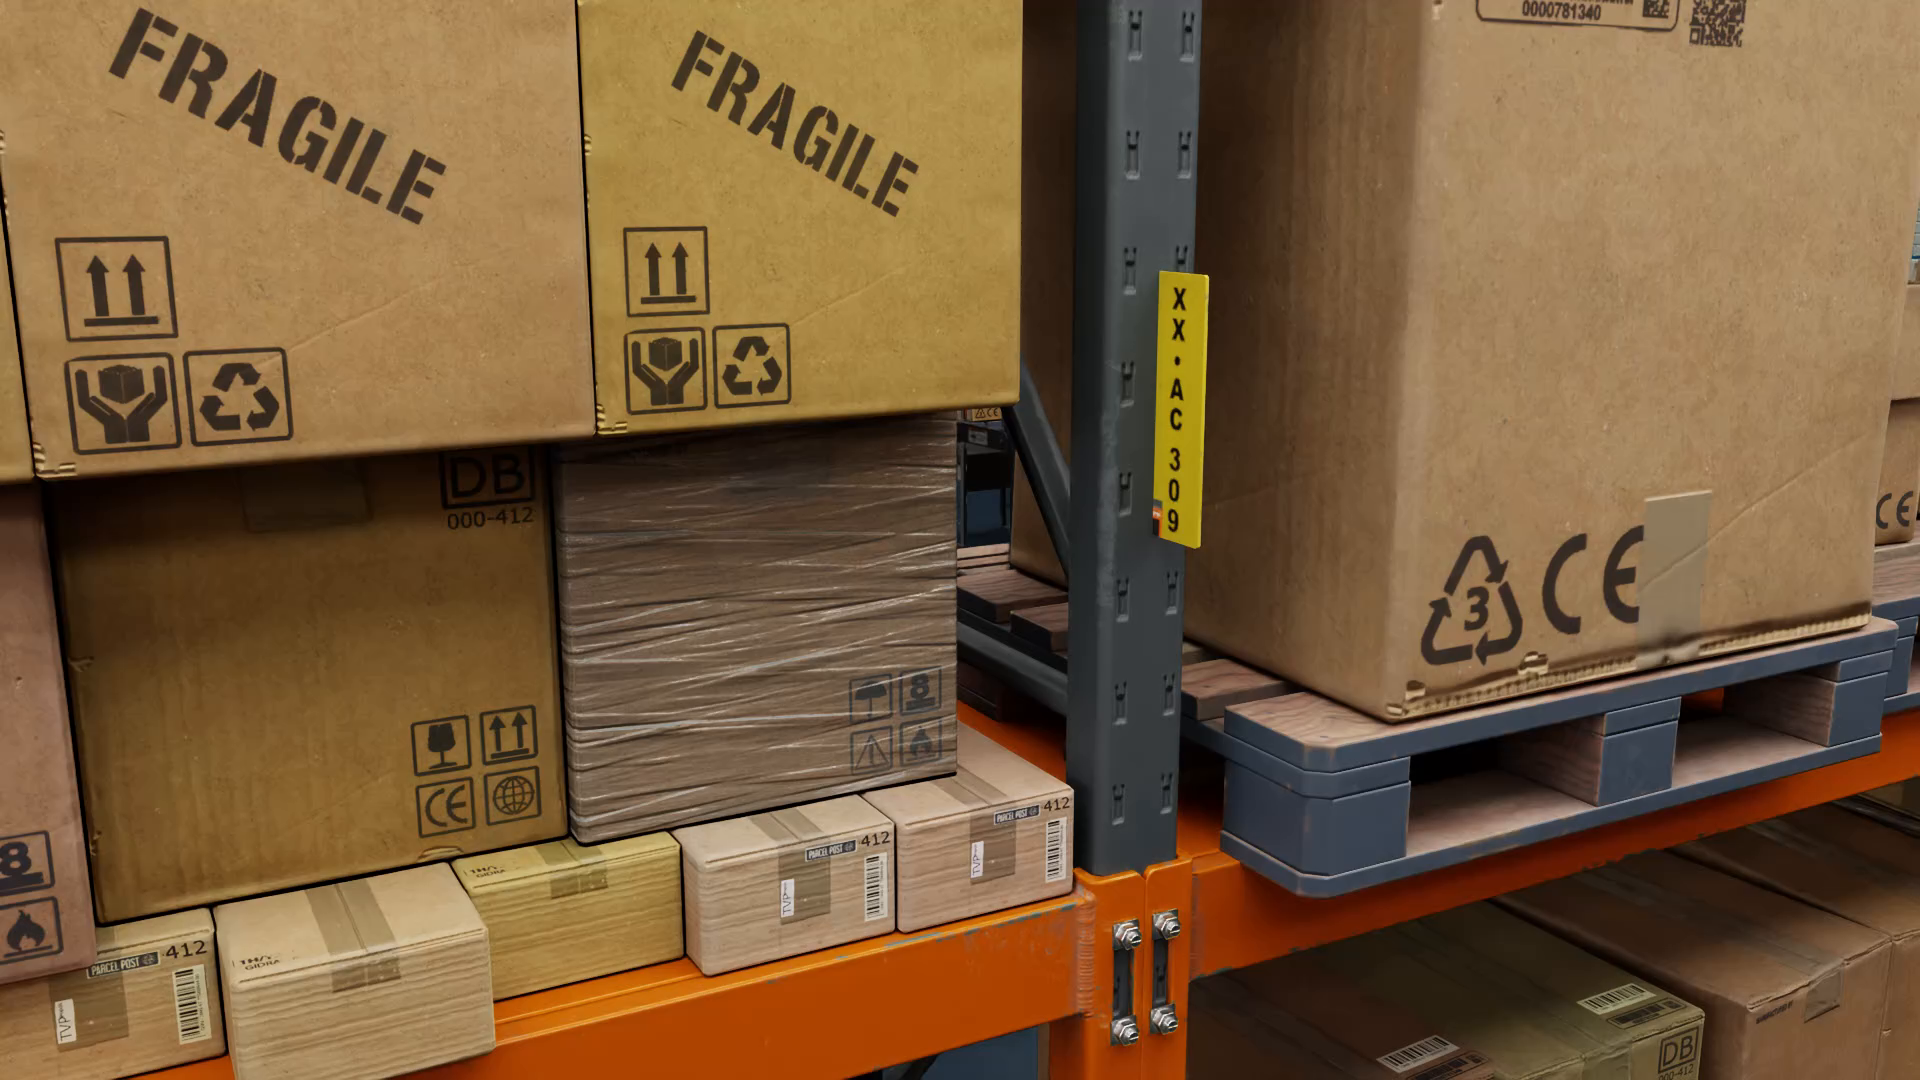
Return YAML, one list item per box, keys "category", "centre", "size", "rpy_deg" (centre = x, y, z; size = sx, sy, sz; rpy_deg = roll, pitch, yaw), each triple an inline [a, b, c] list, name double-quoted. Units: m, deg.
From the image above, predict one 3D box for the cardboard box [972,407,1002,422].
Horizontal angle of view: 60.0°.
- category: "cardboard box"
  centre: [0.200, -1.265, 13.589]
  size: [0.500, 0.500, 0.500]
  rpy_deg: [-7, 14, -29]

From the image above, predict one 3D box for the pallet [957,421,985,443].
- category: "pallet"
  centre: [-0.563, -0.880, 13.538]
  size: [1.213, 0.211, 1.003]
  rpy_deg: [-7, 14, -28]

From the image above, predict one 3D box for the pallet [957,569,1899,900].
- category: "pallet"
  centre: [0.737, 0.203, 2.814]
  size: [1.213, 0.211, 1.003]
  rpy_deg: [-7, 14, -28]

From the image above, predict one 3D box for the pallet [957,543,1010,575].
- category: "pallet"
  centre: [0.435, 0.220, 8.649]
  size: [1.213, 0.211, 1.003]
  rpy_deg: [-7, 14, -28]

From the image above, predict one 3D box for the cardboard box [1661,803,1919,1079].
- category: "cardboard box"
  centre: [1.953, 0.941, 3.785]
  size: [0.500, 0.500, 0.700]
  rpy_deg: [-6, 14, -23]

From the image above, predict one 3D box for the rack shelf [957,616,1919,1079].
- category: "rack shelf"
  centre: [1.752, 0.302, 3.574]
  size: [4.000, 0.370, 1.077]
  rpy_deg: [-7, 14, -28]

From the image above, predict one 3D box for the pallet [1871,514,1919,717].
- category: "pallet"
  centre: [1.789, 0.050, 3.491]
  size: [1.213, 0.211, 1.003]
  rpy_deg: [-7, 14, -28]

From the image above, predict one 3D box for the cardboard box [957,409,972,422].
- category: "cardboard box"
  centre: [-0.243, -1.213, 13.359]
  size: [0.500, 0.500, 0.500]
  rpy_deg: [-7, 15, -30]

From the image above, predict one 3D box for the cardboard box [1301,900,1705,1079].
- category: "cardboard box"
  centre: [0.973, 1.059, 3.262]
  size: [0.500, 0.500, 0.700]
  rpy_deg: [-7, 14, -28]

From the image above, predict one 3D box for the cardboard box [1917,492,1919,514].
- category: "cardboard box"
  centre: [2.173, -0.171, 3.388]
  size: [0.258, 0.266, 0.396]
  rpy_deg: [-7, 15, -29]

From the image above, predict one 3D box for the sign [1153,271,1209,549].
- category: "sign"
  centre: [0.263, -0.157, 2.004]
  size: [0.005, 0.325, 0.100]
  rpy_deg: [-7, 14, -28]

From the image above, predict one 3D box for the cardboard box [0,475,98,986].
- category: "cardboard box"
  centre: [-1.275, 0.121, 1.836]
  size: [0.500, 0.500, 0.875]
  rpy_deg: [-7, 14, -28]

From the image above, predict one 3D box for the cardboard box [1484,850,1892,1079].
- category: "cardboard box"
  centre: [1.464, 1.000, 3.524]
  size: [0.500, 0.500, 0.700]
  rpy_deg: [-8, 15, -33]

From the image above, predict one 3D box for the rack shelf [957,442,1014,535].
- category: "rack shelf"
  centre: [0.145, -0.346, 10.113]
  size: [0.480, 0.518, 0.431]
  rpy_deg: [-7, 14, -28]

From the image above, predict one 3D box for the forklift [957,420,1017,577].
- category: "forklift"
  centre: [-0.356, -0.469, 5.517]
  size: [1.130, 2.935, 3.031]
  rpy_deg: [-8, 15, -33]

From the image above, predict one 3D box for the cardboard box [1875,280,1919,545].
- category: "cardboard box"
  centre: [1.473, -0.294, 3.393]
  size: [0.637, 0.503, 0.797]
  rpy_deg: [-5, 14, -22]

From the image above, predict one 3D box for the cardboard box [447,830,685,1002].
- category: "cardboard box"
  centre: [-0.524, 0.402, 2.062]
  size: [0.250, 0.149, 0.380]
  rpy_deg: [-7, 14, -28]

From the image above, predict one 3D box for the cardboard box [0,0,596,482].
- category: "cardboard box"
  centre: [-0.705, -0.367, 1.726]
  size: [0.500, 0.500, 0.500]
  rpy_deg: [-7, 14, -28]

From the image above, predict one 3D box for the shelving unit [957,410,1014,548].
- category: "shelving unit"
  centre: [0.145, -1.042, 9.956]
  size: [0.503, 2.100, 0.431]
  rpy_deg: [-7, 14, -28]

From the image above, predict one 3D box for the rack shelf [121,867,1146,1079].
- category: "rack shelf"
  centre: [-1.759, 0.723, 1.705]
  size: [4.000, 0.370, 1.077]
  rpy_deg: [-7, 14, -28]

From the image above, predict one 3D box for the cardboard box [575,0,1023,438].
- category: "cardboard box"
  centre: [-0.267, -0.420, 1.961]
  size: [0.500, 0.500, 0.500]
  rpy_deg: [-7, 14, -28]

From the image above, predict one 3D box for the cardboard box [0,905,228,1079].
- category: "cardboard box"
  centre: [-0.973, 0.451, 1.846]
  size: [0.250, 0.149, 0.380]
  rpy_deg: [-7, 14, -28]

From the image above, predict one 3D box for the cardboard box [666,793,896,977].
- category: "cardboard box"
  centre: [-0.276, 0.388, 2.127]
  size: [0.250, 0.149, 0.380]
  rpy_deg: [-7, 14, -28]

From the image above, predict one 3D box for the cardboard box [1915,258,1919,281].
- category: "cardboard box"
  centre: [2.610, -0.371, 3.740]
  size: [0.500, 0.500, 0.700]
  rpy_deg: [-5, 13, -20]

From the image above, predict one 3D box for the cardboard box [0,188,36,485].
- category: "cardboard box"
  centre: [-1.145, -0.315, 1.493]
  size: [0.500, 0.500, 0.500]
  rpy_deg: [-7, 14, -28]

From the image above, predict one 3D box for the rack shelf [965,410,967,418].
- category: "rack shelf"
  centre: [0.145, -1.028, 9.959]
  size: [0.480, 0.518, 0.431]
  rpy_deg: [-7, 14, -28]

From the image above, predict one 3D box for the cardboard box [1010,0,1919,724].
- category: "cardboard box"
  centre: [0.761, -0.393, 2.700]
  size: [1.000, 1.000, 1.000]
  rpy_deg: [-7, 14, -27]

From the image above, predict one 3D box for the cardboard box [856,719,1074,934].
- category: "cardboard box"
  centre: [-0.052, 0.363, 2.236]
  size: [0.250, 0.149, 0.380]
  rpy_deg: [-7, 14, -28]

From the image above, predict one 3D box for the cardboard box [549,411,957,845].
- category: "cardboard box"
  centre: [-0.429, 0.003, 2.360]
  size: [0.500, 0.500, 0.875]
  rpy_deg: [-7, 14, -28]

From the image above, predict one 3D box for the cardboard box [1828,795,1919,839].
- category: "cardboard box"
  centre: [2.448, 0.881, 4.056]
  size: [0.500, 0.500, 0.700]
  rpy_deg: [-8, 15, -33]

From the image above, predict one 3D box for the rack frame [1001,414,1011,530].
- category: "rack frame"
  centre: [0.359, -1.067, 10.070]
  size: [0.015, 2.100, 0.400]
  rpy_deg: [-7, 14, -28]

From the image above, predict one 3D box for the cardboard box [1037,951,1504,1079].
- category: "cardboard box"
  centre: [0.545, 1.106, 3.055]
  size: [0.500, 0.500, 0.700]
  rpy_deg: [-8, 15, -32]

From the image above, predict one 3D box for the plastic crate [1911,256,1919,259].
- category: "plastic crate"
  centre: [7.203, -1.971, 12.282]
  size: [0.300, 0.233, 0.416]
  rpy_deg: [-7, 14, -28]

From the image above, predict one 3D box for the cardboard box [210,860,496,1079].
- category: "cardboard box"
  centre: [-0.690, 0.450, 1.849]
  size: [0.250, 0.149, 0.380]
  rpy_deg: [-7, 14, -28]

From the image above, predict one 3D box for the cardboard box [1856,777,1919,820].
- category: "cardboard box"
  centre: [2.473, 0.514, 3.979]
  size: [0.500, 0.250, 0.500]
  rpy_deg: [-5, 14, -22]

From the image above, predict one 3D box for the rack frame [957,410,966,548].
- category: "rack frame"
  centre: [-0.069, -1.016, 9.842]
  size: [0.015, 2.100, 0.400]
  rpy_deg: [-7, 14, -28]

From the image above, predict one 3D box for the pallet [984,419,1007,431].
- category: "pallet"
  centre: [0.507, -1.007, 14.104]
  size: [1.213, 0.211, 1.003]
  rpy_deg: [-7, 14, -28]

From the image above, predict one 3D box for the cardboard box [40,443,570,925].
- category: "cardboard box"
  centre: [-0.884, 0.049, 2.156]
  size: [0.500, 0.500, 0.875]
  rpy_deg: [-7, 14, -28]

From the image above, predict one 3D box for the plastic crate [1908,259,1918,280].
- category: "plastic crate"
  centre: [6.073, -1.731, 11.104]
  size: [0.530, 0.282, 0.437]
  rpy_deg: [-7, 14, -28]
